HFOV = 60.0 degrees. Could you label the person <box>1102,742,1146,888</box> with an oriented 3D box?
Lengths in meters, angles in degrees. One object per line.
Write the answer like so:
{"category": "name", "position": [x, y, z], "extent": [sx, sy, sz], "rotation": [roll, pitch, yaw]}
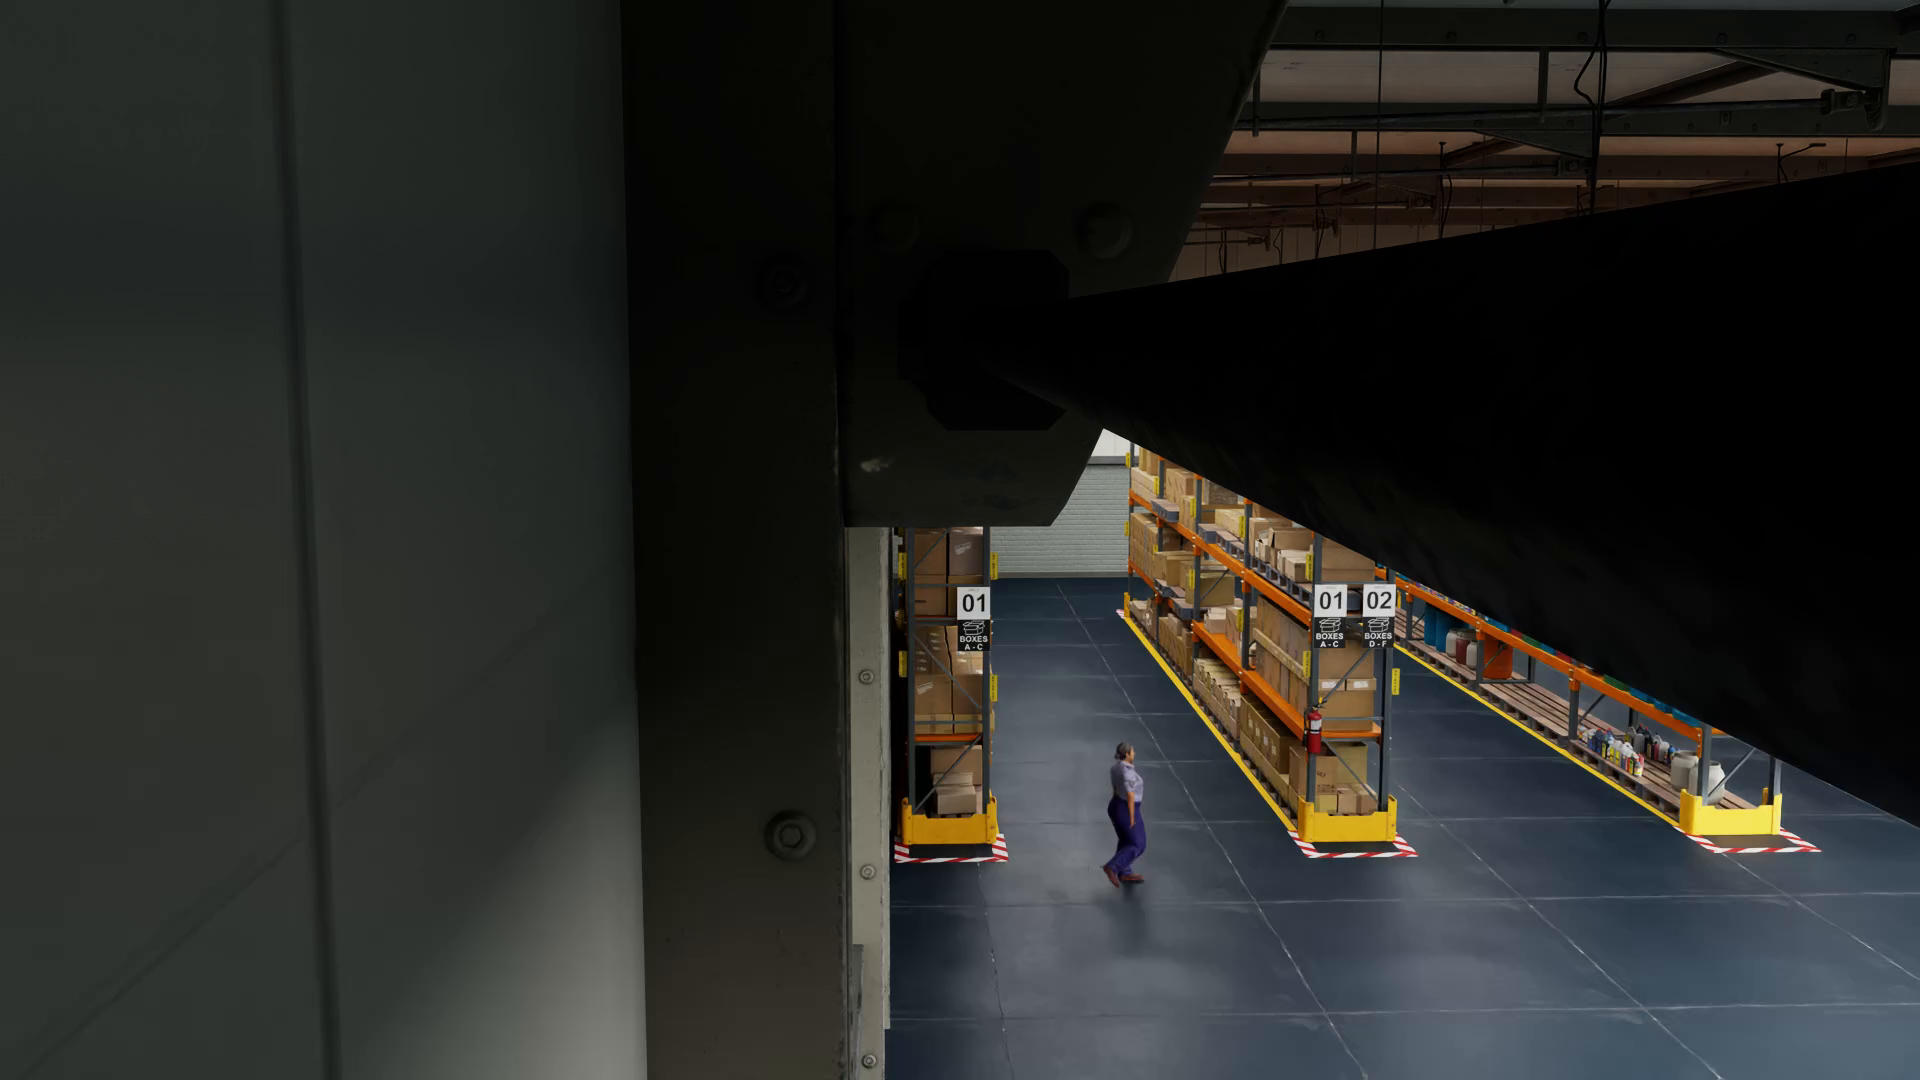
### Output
{"category": "person", "position": [1.847, 3.109, 18.850], "extent": [0.583, 1.625, 0.520], "rotation": [-3, 8, -19]}
